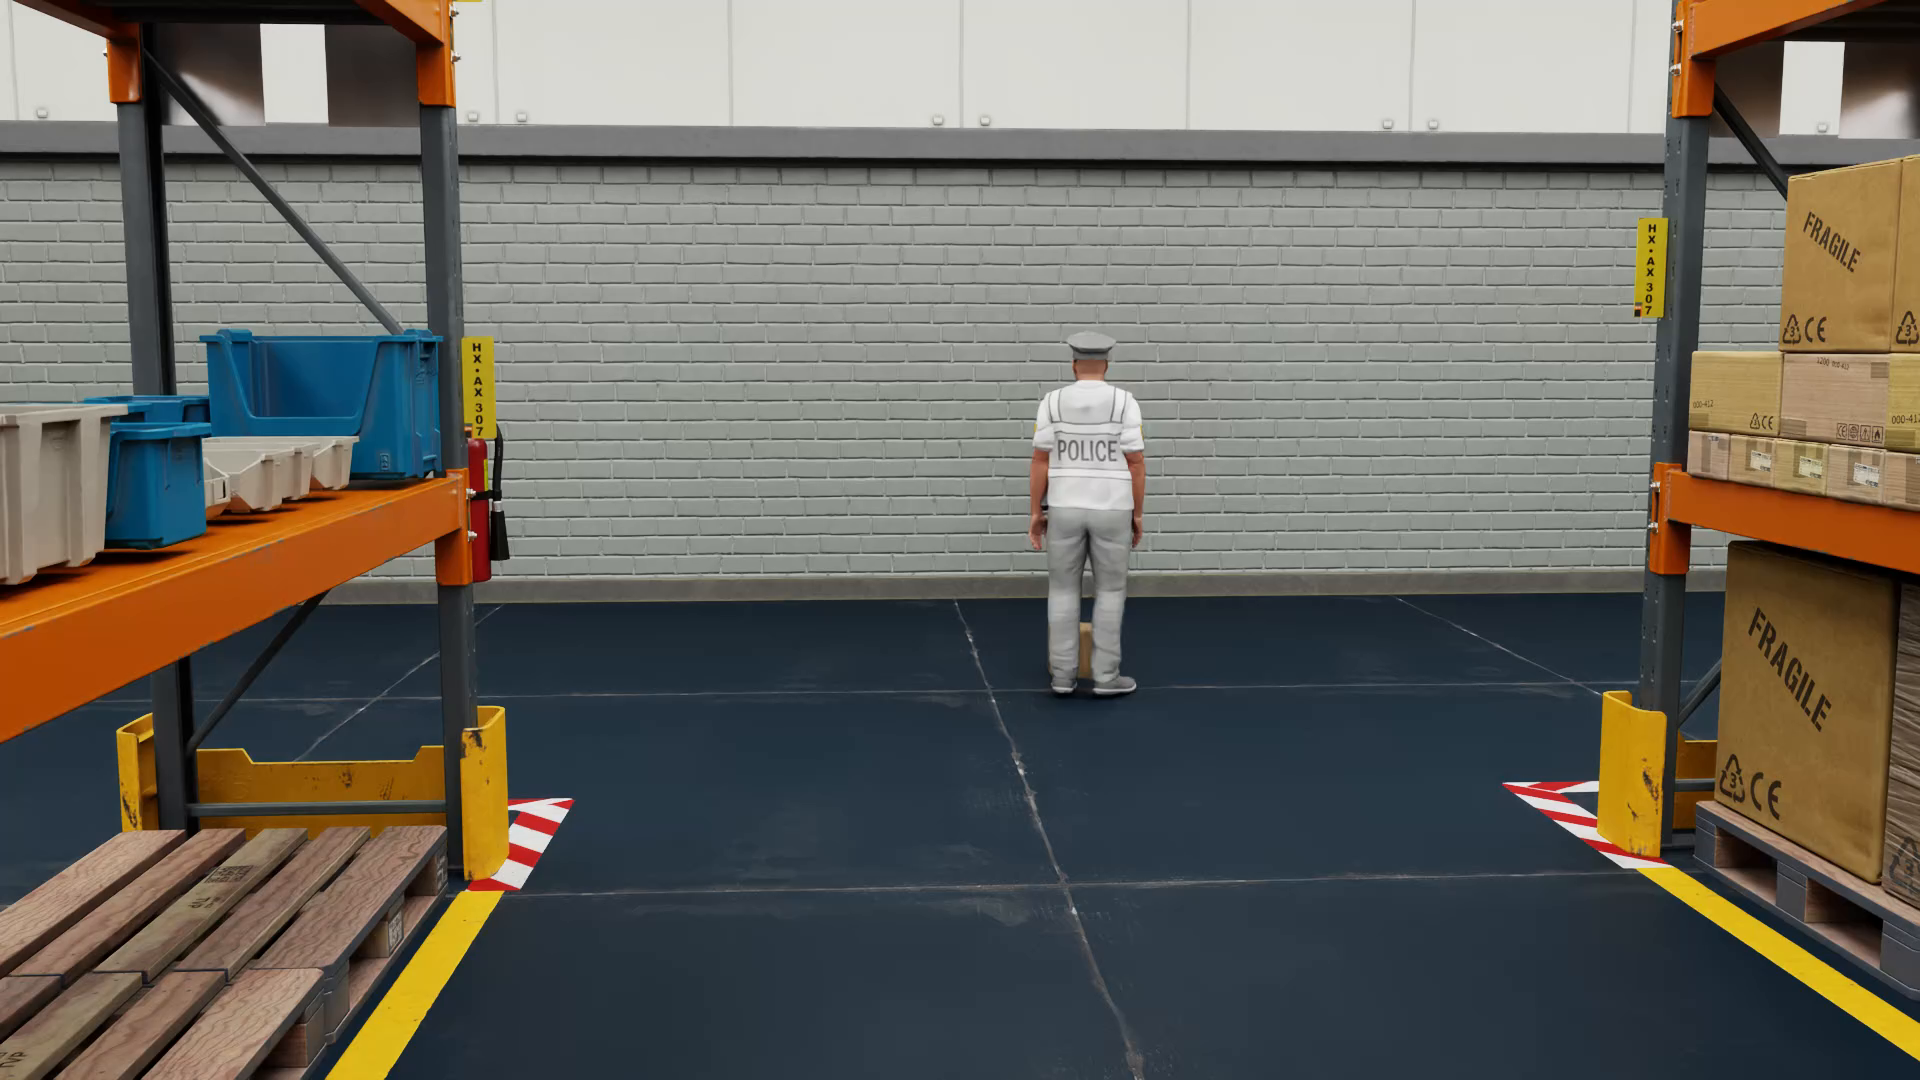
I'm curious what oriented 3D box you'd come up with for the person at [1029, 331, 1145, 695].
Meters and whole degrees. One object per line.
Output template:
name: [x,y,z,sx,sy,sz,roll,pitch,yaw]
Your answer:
person: [0.621,-0.129,8.117,0.562,1.773,0.402,1,7,9]
